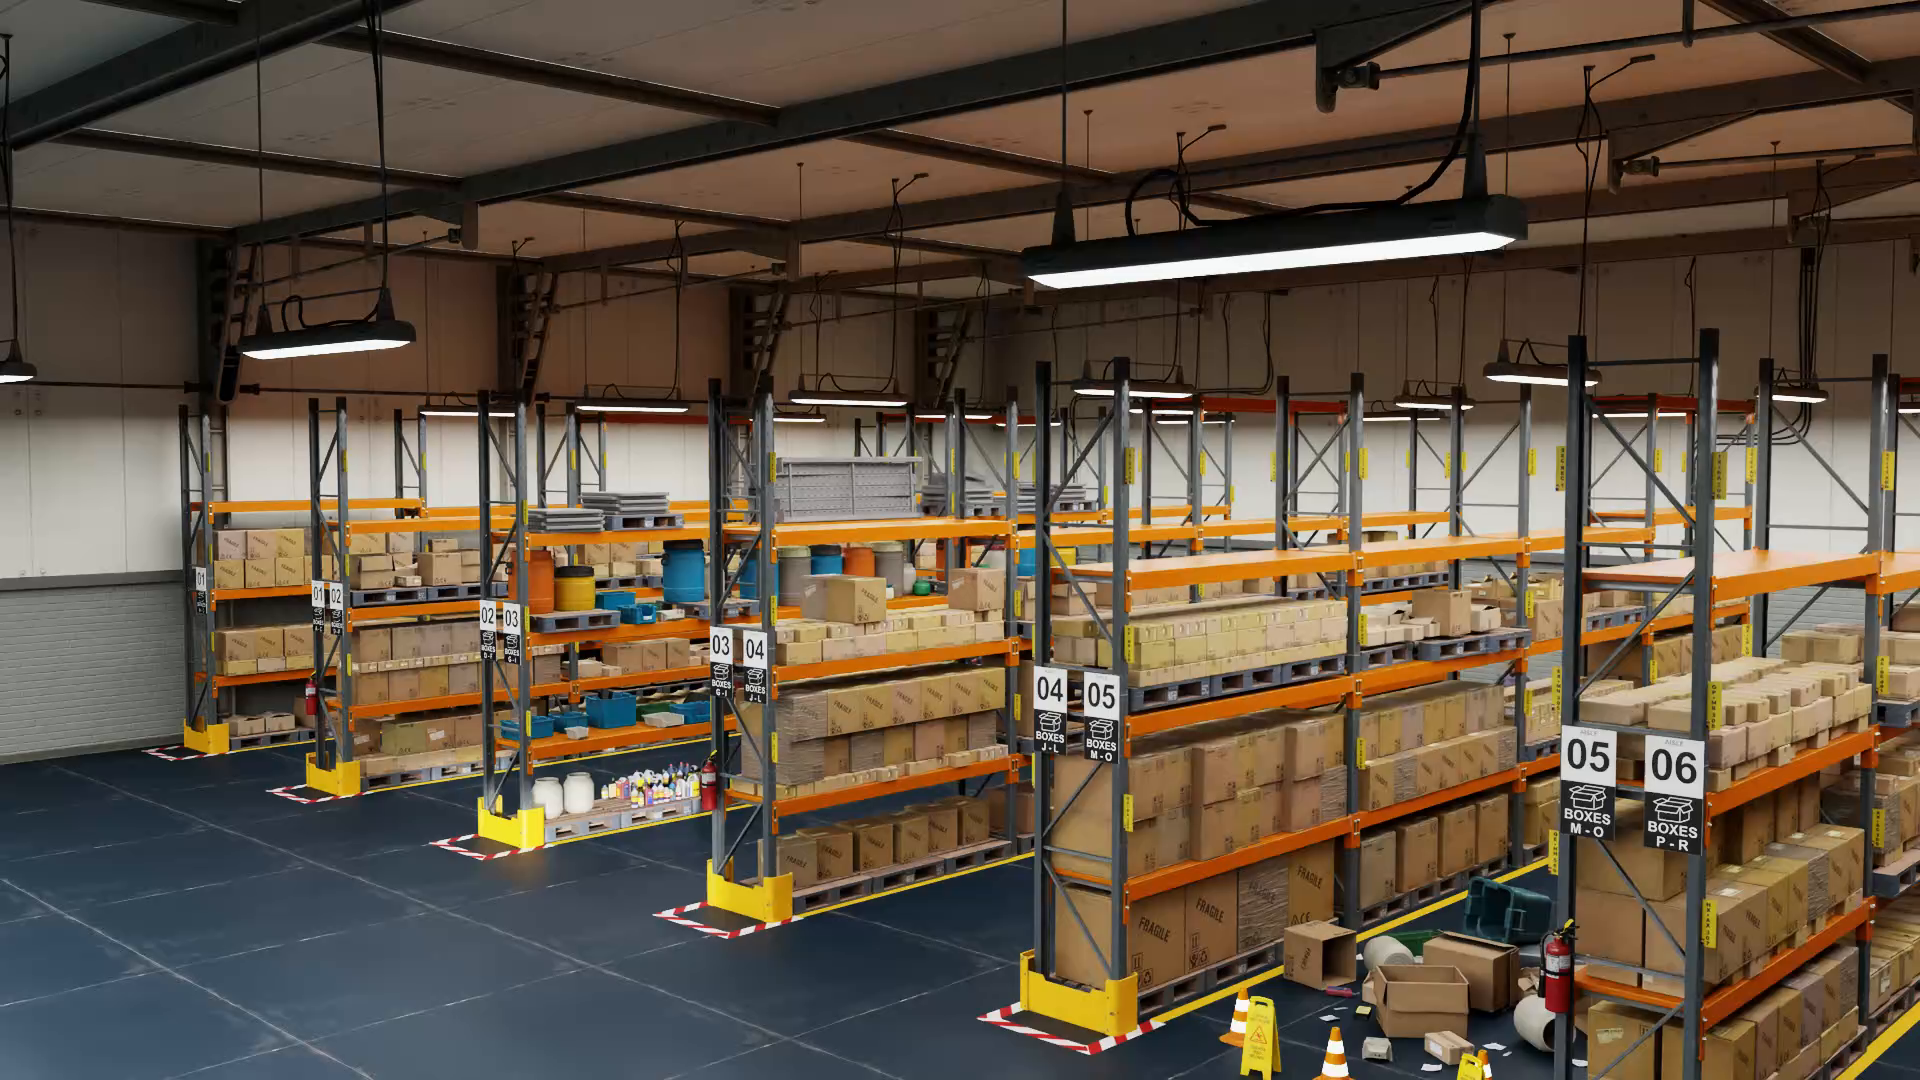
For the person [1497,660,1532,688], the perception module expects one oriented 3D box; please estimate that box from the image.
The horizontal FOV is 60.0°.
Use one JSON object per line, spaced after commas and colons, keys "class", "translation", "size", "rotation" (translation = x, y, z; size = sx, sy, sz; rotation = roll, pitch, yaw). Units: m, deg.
{"class": "person", "translation": [9.707, 2.872, 29.098], "size": [0.615, 1.609, 0.896], "rotation": [1, 3, 22]}
